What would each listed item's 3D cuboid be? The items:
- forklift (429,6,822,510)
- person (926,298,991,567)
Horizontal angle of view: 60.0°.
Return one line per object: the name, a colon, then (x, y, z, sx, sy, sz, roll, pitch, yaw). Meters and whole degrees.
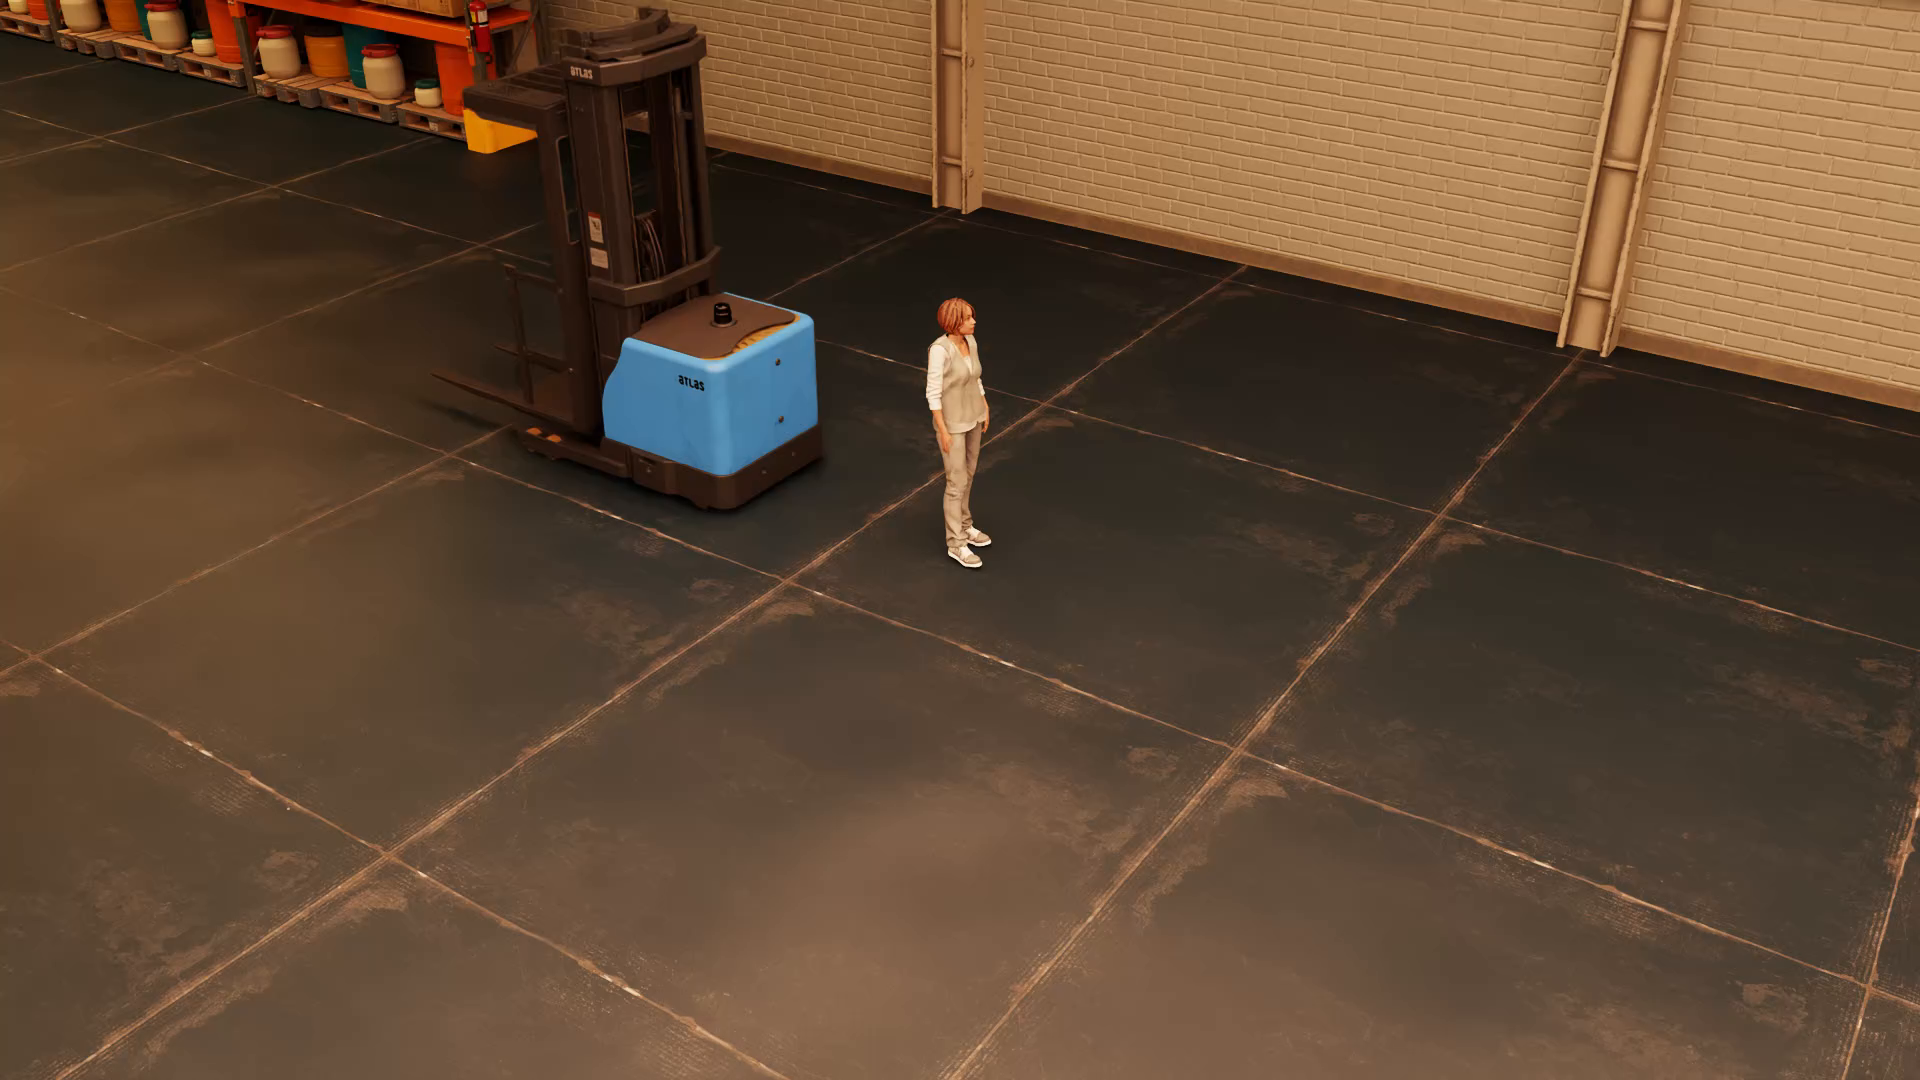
forklift: (-2.450, -2.023, 11.066, 3.031, 2.935, 1.130, 19, 35, 29)
person: (0.054, -0.670, 10.050, 0.473, 1.599, 0.521, 19, 35, 29)
